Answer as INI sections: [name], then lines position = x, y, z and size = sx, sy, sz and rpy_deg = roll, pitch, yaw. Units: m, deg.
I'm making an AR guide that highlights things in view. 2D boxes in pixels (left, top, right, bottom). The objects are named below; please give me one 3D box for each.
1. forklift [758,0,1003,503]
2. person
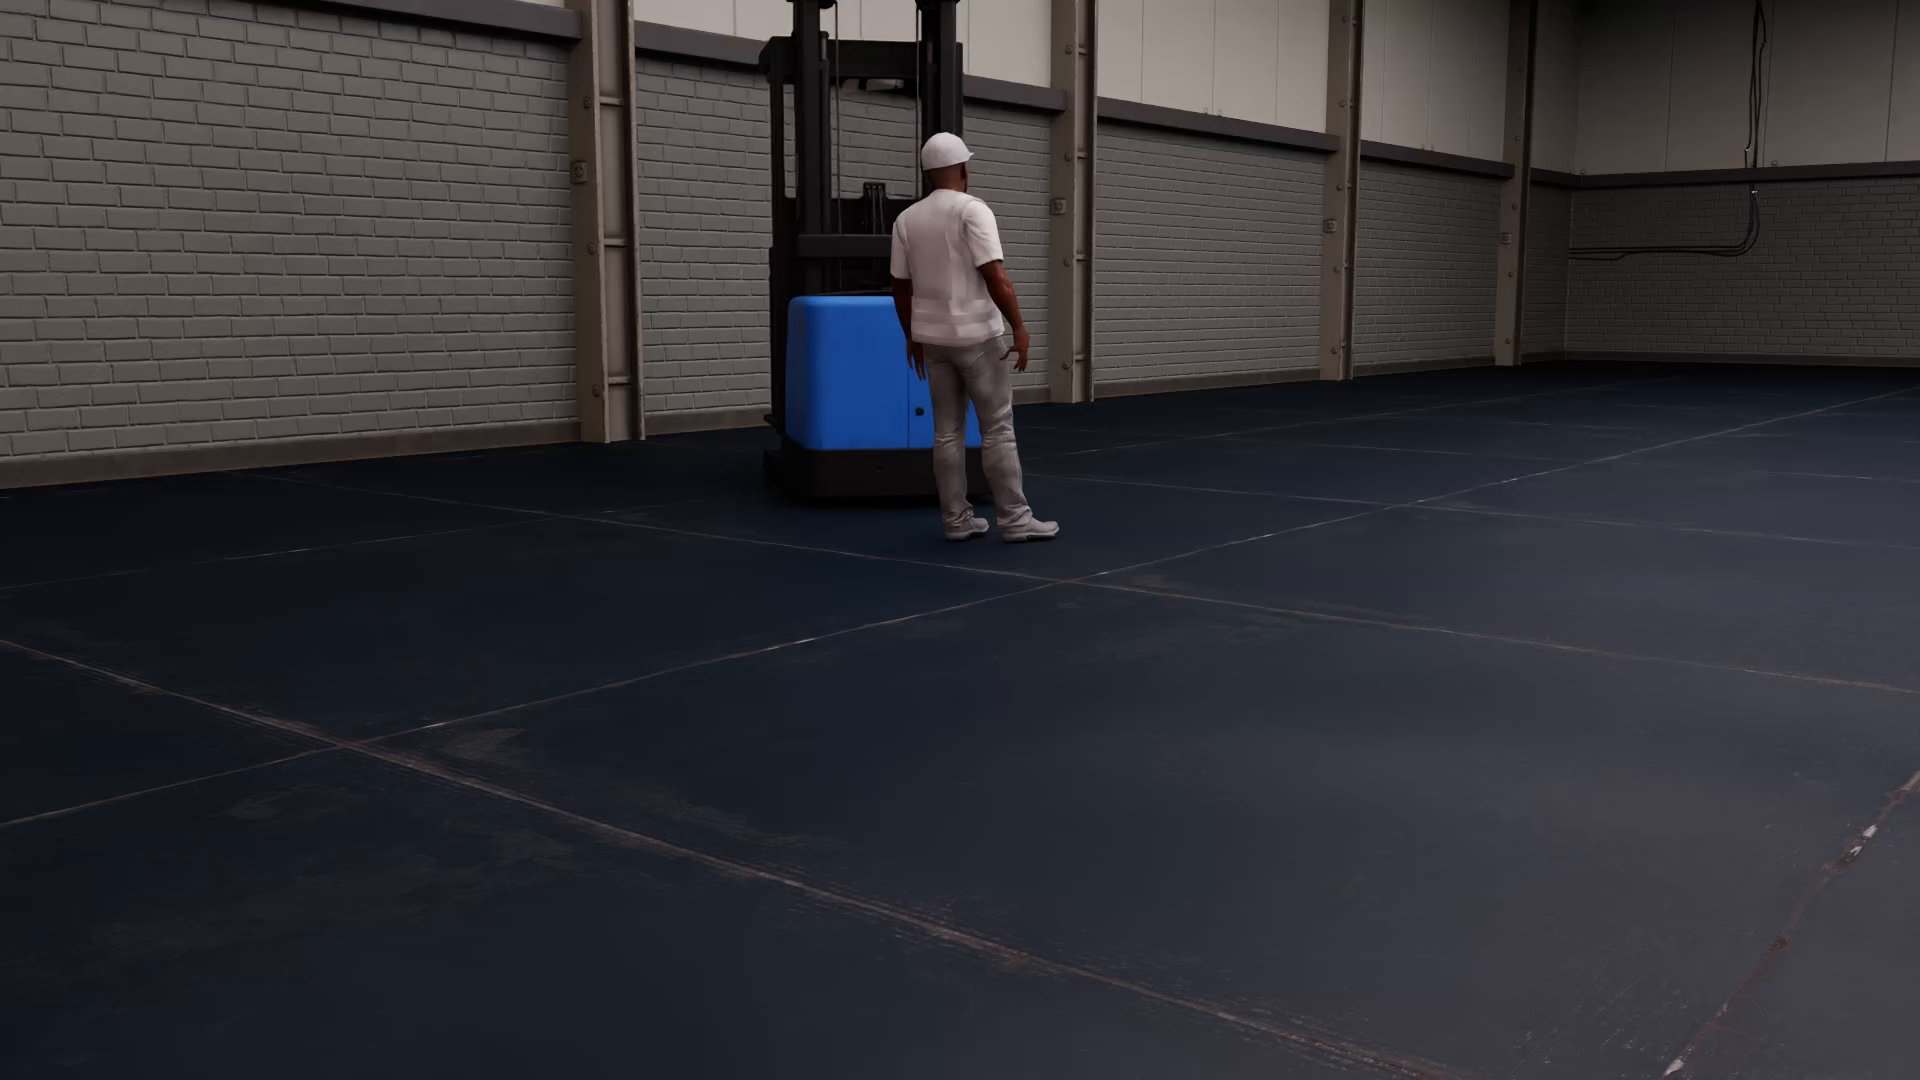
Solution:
[forklift]
position = -0.577, -1.820, 9.721
size = 1.130, 2.935, 3.031
rpy_deg = -2, 9, -12
[person]
position = 0.048, -0.888, 7.326
size = 0.666, 1.765, 0.577
rpy_deg = 7, 11, 38
